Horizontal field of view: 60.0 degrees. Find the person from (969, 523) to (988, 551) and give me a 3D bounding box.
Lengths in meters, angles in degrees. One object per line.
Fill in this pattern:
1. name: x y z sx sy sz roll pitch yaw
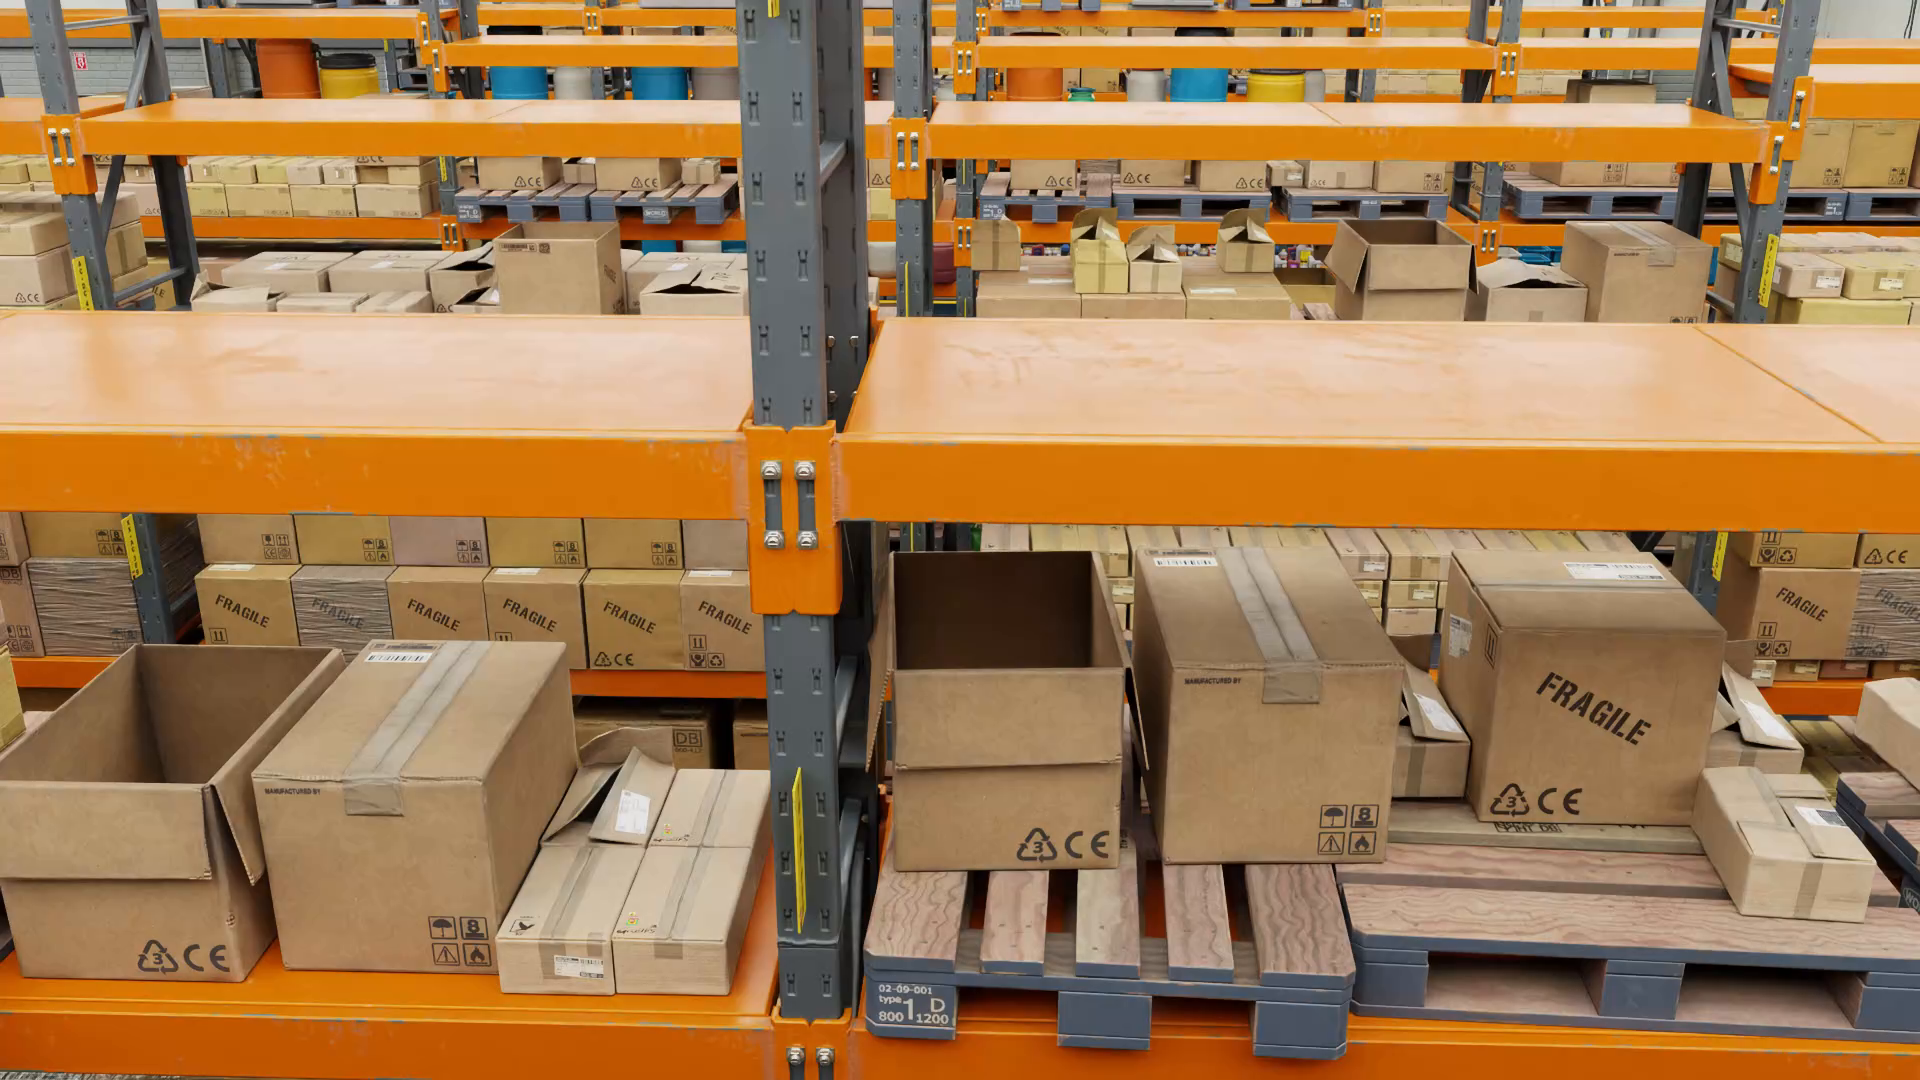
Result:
1. person: 0.162 -0.263 12.399 0.341 1.782 0.526 1 21 2
